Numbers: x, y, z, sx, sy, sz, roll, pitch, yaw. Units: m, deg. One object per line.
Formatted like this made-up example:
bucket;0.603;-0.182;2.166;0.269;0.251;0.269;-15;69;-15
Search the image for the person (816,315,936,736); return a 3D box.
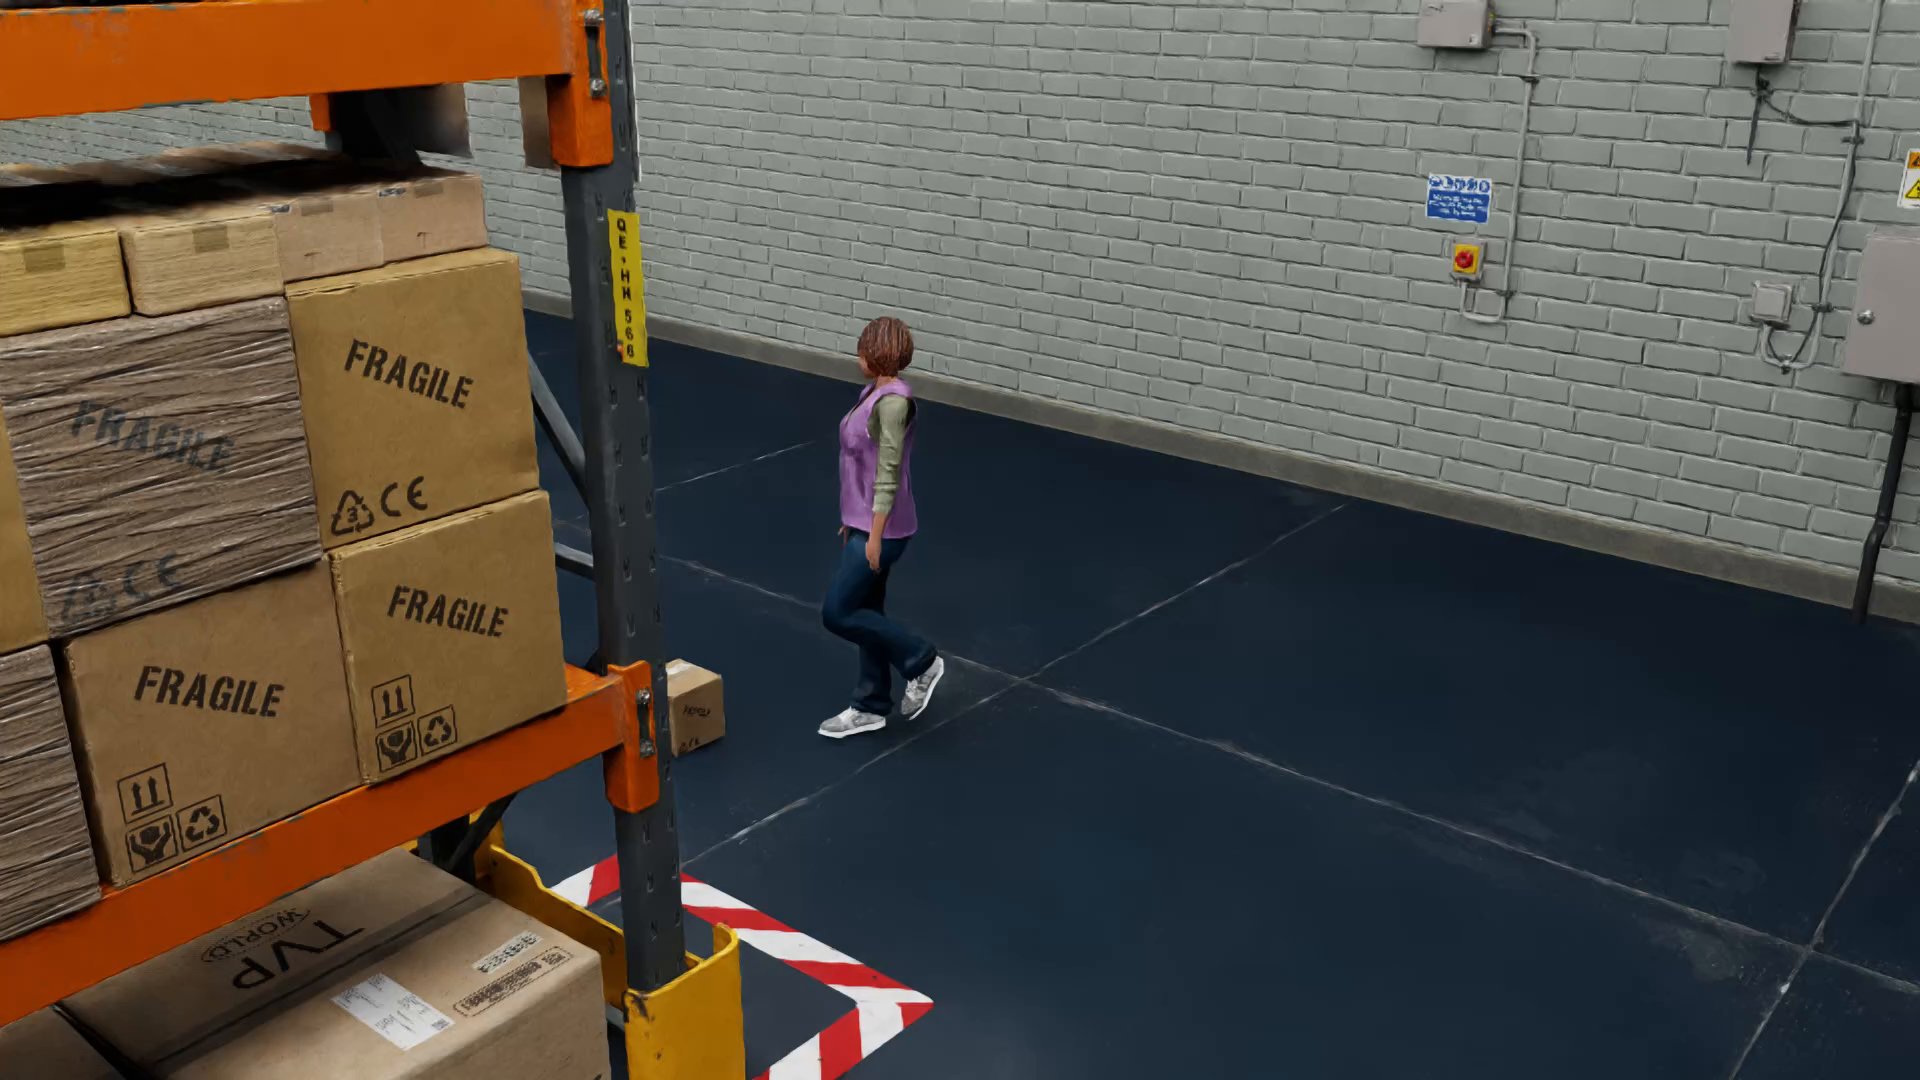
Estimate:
person;-0.337;-0.039;6.211;0.454;1.576;0.448;-3;21;-8
